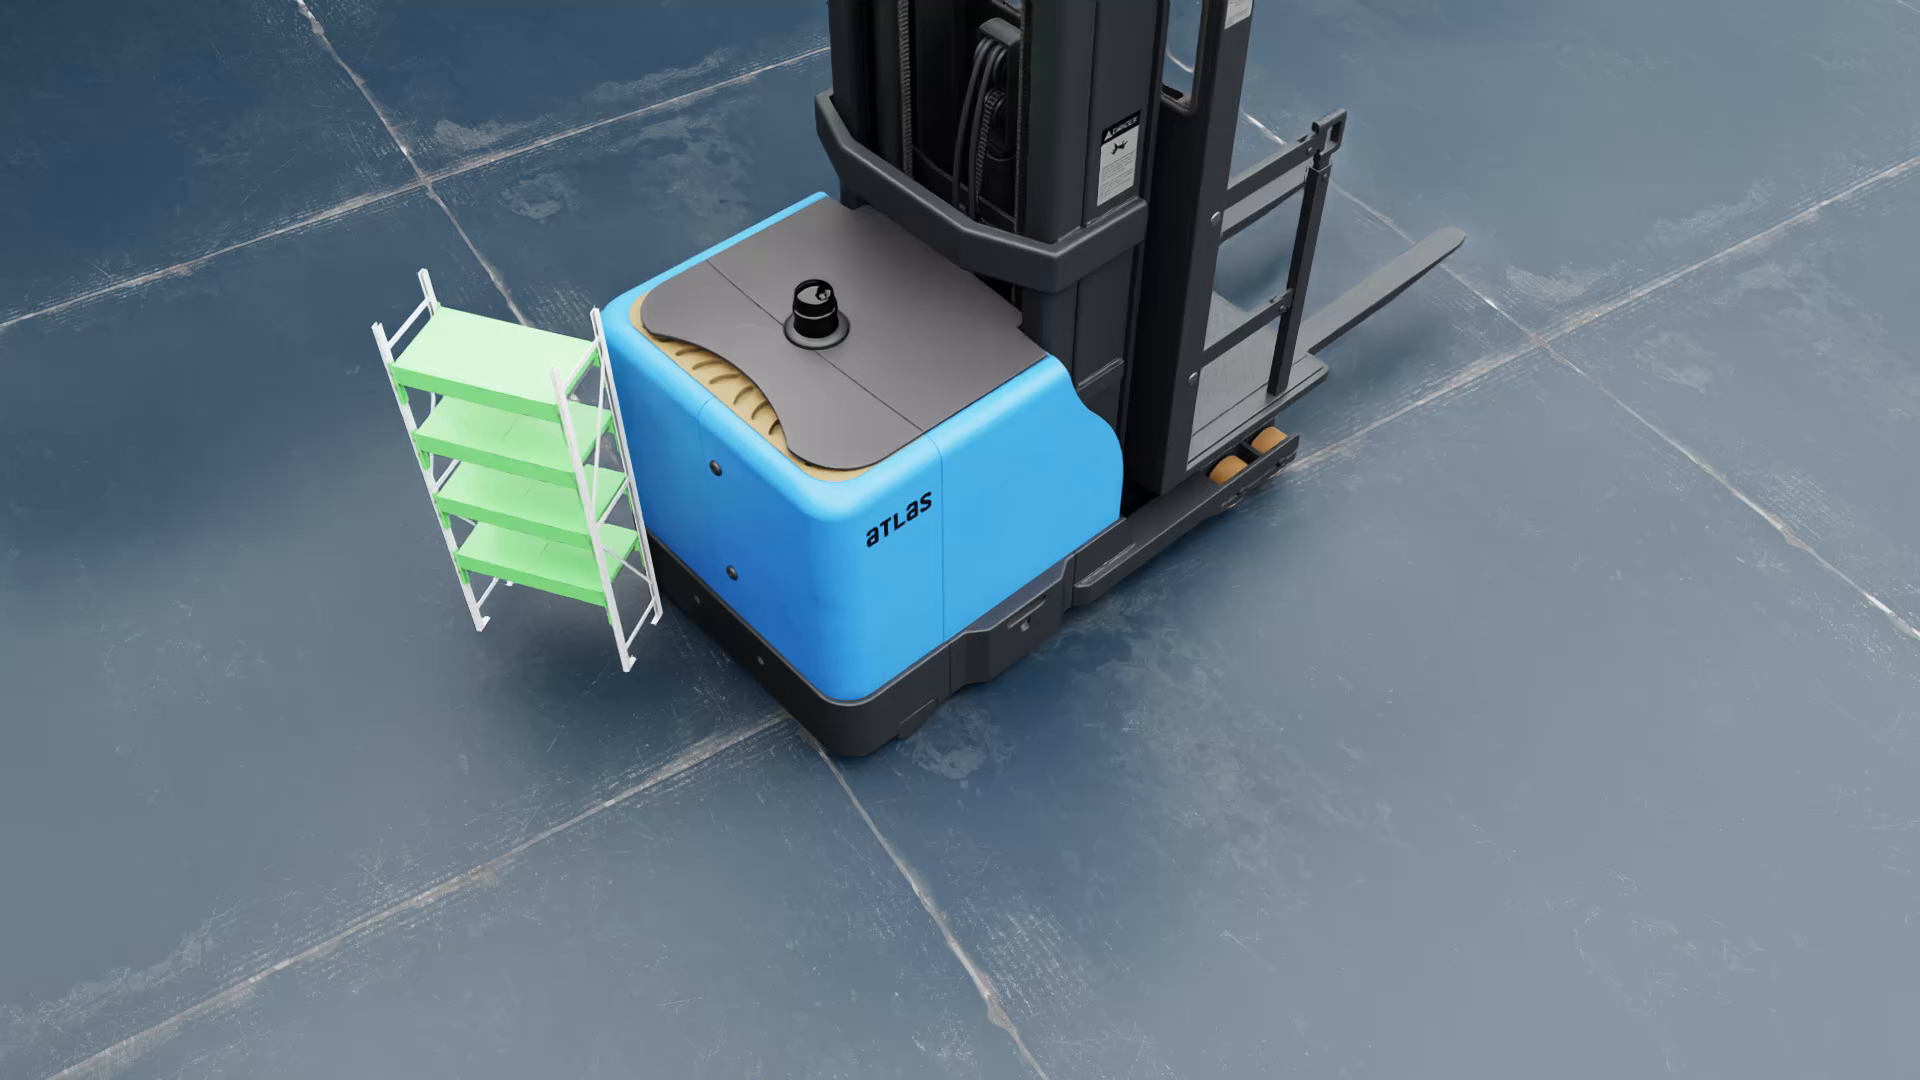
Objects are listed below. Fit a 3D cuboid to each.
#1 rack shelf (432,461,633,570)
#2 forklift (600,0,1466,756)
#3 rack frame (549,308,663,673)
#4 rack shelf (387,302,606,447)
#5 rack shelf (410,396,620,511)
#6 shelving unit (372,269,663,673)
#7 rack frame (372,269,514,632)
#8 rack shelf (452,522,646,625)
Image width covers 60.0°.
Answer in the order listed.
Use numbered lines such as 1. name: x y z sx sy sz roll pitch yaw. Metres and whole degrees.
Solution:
1. rack shelf: -1.178 -0.109 4.630 0.480 0.148 0.258 14 50 12
2. forklift: 0.460 -1.342 4.482 3.031 2.935 1.130 -34 57 -27
3. rack frame: -0.947 -0.094 4.531 0.015 1.200 0.240 14 50 12
4. rack shelf: -1.178 -0.429 4.271 0.480 0.148 0.258 14 50 12
5. rack shelf: -1.178 -0.269 4.450 0.480 0.148 0.258 14 50 12
6. shelving unit: -1.178 -0.152 4.582 0.503 1.200 0.258 14 50 12
7. rack frame: -1.410 -0.209 4.633 0.015 1.200 0.240 14 50 12
8. rack shelf: -1.178 0.050 4.809 0.480 0.148 0.258 14 50 12
